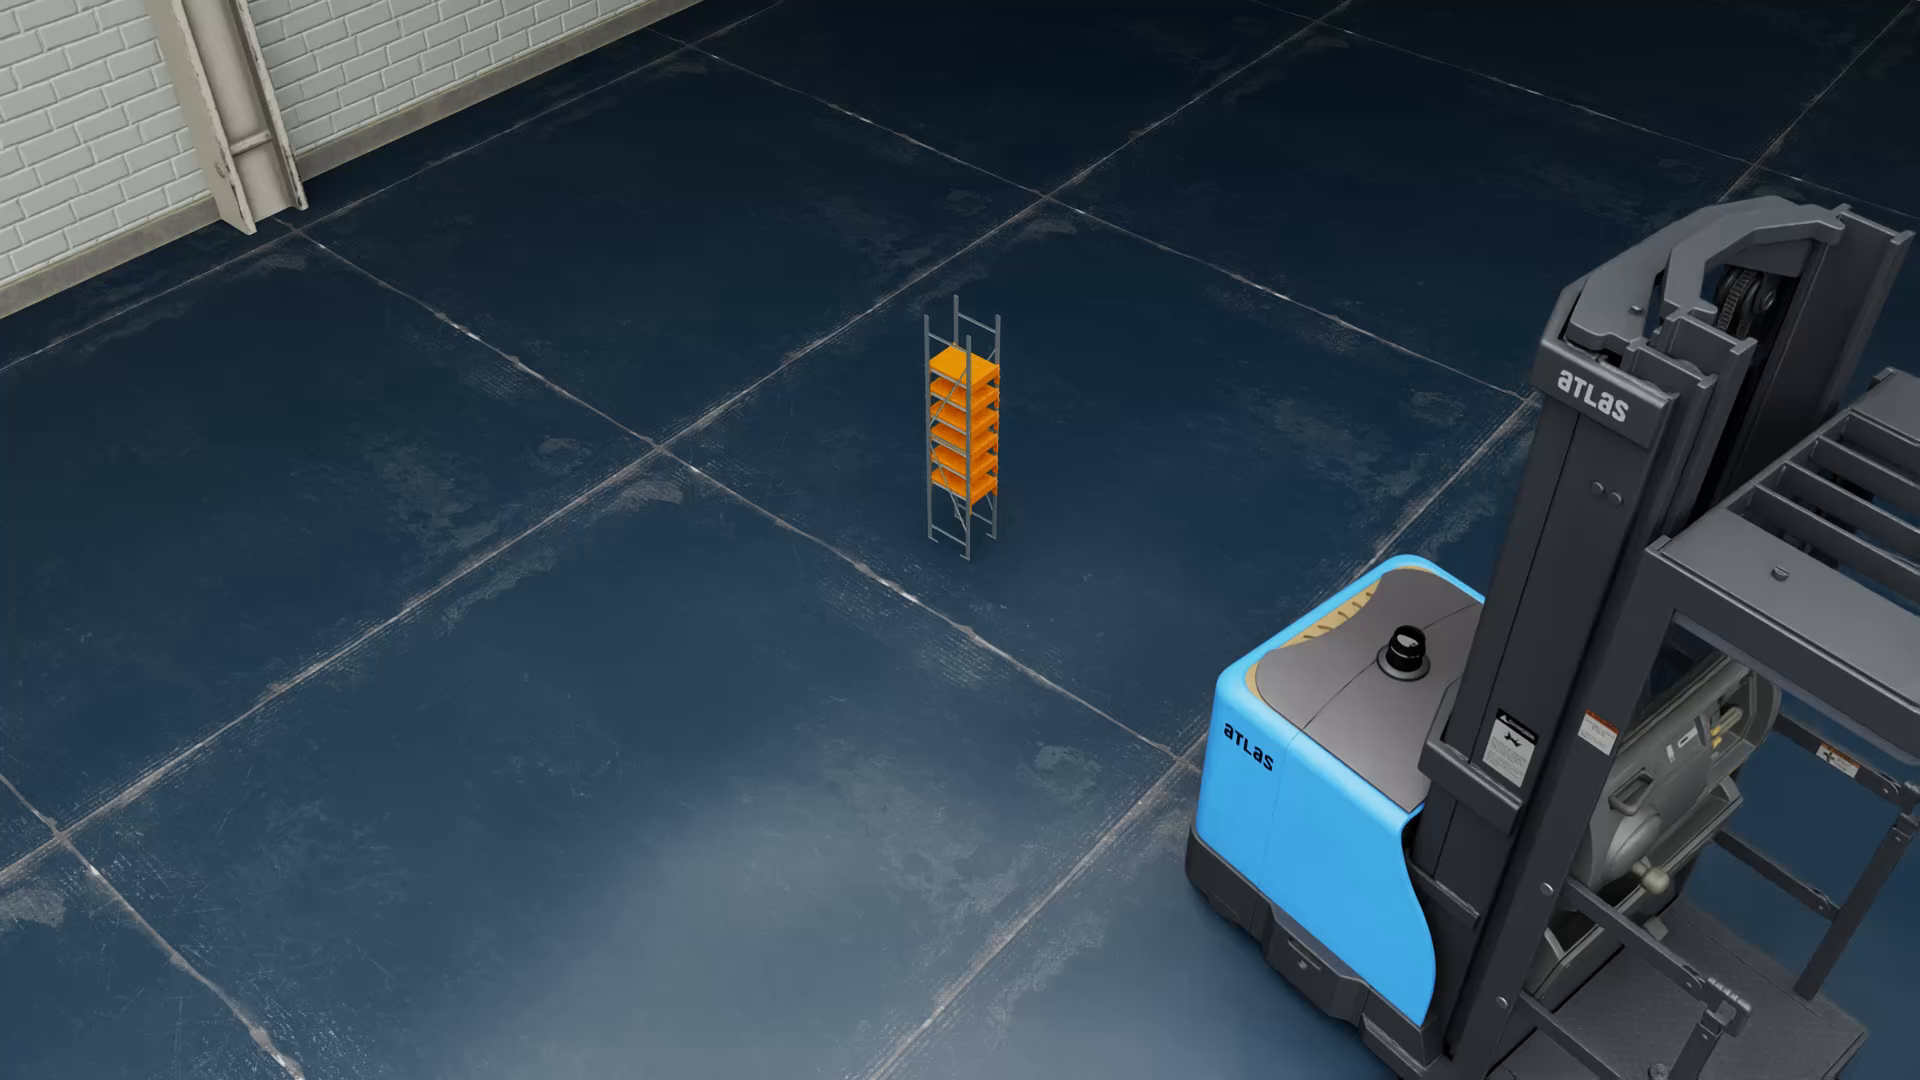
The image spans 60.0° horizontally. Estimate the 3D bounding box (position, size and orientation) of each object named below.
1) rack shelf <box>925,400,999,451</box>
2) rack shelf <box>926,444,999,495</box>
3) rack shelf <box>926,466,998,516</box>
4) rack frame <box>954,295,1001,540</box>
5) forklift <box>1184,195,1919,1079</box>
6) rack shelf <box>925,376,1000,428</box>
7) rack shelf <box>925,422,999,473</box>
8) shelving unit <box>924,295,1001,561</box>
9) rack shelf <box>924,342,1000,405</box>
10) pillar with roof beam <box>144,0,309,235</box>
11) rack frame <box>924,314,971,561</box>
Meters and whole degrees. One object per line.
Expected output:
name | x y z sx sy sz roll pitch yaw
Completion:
rack shelf | 0.009 -0.507 6.986 0.258 0.103 0.180 29 50 28
rack shelf | 0.009 -0.330 7.147 0.258 0.103 0.180 29 50 28
rack shelf | 0.009 -0.241 7.228 0.258 0.103 0.180 29 50 28
rack frame | 0.068 -0.498 7.089 0.240 1.200 0.006 29 50 28
forklift | 2.140 0.705 4.478 1.130 2.935 3.031 -29 50 -28
rack shelf | 0.009 -0.596 6.905 0.258 0.103 0.180 29 50 28
rack shelf | 0.009 -0.419 7.067 0.258 0.103 0.180 29 50 28
shelving unit | 0.009 -0.451 7.037 0.258 1.200 0.189 29 50 28
rack shelf | 0.009 -0.685 6.825 0.258 0.103 0.180 29 50 28
pillar with roof beam | -0.678 -3.340 4.417 9.100 9.000 0.400 29 50 28
rack frame | -0.050 -0.404 6.985 0.240 1.200 0.006 29 50 28
